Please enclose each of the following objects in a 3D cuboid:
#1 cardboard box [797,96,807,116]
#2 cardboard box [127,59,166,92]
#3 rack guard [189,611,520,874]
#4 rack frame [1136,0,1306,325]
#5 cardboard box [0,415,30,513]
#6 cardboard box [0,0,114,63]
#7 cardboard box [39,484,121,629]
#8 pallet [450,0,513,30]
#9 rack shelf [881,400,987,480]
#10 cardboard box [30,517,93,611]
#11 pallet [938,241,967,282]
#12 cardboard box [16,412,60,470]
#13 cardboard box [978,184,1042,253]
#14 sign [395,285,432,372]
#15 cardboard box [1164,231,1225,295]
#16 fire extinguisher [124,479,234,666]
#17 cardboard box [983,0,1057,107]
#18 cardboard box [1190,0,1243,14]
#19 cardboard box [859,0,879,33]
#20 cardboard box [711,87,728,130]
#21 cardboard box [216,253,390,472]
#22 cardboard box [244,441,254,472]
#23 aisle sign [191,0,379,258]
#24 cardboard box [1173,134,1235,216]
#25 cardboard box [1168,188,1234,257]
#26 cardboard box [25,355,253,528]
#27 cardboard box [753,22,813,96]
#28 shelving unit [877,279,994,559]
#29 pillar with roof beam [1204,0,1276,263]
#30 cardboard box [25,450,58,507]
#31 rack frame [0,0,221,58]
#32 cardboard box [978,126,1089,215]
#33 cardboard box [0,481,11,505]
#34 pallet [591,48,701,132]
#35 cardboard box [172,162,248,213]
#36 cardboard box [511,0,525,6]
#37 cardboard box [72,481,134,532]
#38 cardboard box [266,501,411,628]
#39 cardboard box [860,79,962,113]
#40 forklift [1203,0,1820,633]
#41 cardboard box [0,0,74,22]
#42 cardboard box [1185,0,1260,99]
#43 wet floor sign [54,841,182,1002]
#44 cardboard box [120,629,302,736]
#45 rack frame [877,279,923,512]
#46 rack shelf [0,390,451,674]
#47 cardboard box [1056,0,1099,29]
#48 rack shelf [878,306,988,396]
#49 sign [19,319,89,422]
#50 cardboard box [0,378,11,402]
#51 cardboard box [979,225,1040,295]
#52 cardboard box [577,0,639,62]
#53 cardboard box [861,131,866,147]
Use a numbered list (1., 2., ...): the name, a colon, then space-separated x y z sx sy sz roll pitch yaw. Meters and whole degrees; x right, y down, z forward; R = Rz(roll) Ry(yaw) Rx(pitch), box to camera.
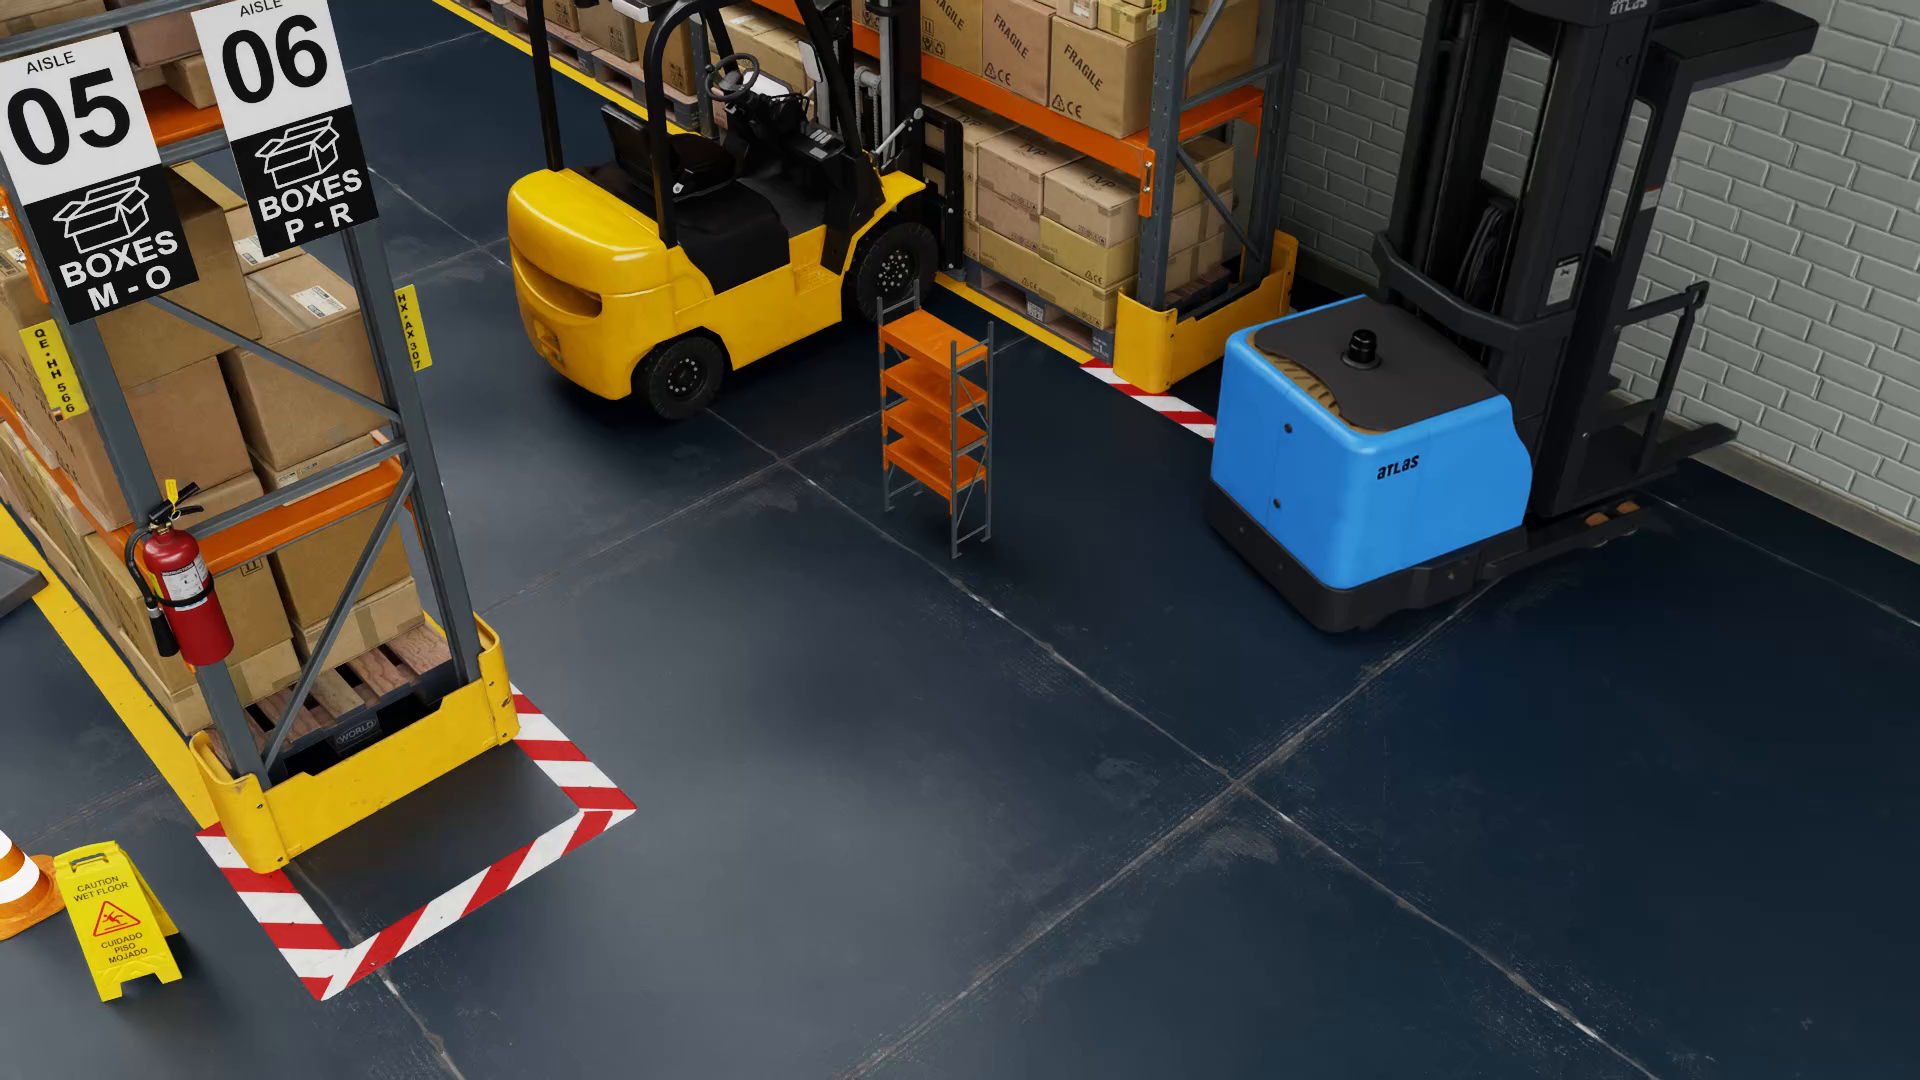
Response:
1. cardboard box: -0.924 -2.826 10.526 0.500 0.250 0.500 -30 48 -32
2. cardboard box: -2.543 -1.607 5.373 0.380 0.149 0.250 -32 48 -33
3. rack guard: -2.365 0.774 6.601 1.175 0.500 0.348 -30 48 -32
4. rack frame: 1.340 -2.274 8.386 1.000 3.000 0.127 -30 48 -32
5. cardboard box: -4.099 -0.528 7.482 0.500 0.500 0.500 -27 46 -30
6. cardboard box: -2.858 -1.510 4.935 0.500 0.250 0.500 -31 48 -32
7. cardboard box: -3.403 -0.048 6.888 0.500 0.500 0.500 -28 47 -30
8. pallet: -3.543 -4.494 13.354 1.003 0.211 1.213 -30 48 -32
9. rack shelf: -0.112 -0.491 7.718 0.258 0.148 0.480 -30 48 -32
10. cardboard box: -3.761 0.001 7.424 0.500 0.250 0.500 -32 49 -33
11. pallet: -0.029 -2.090 10.377 1.003 0.211 1.213 -30 48 -32
12. cardboard box: -3.331 -0.452 6.330 0.380 0.149 0.250 -29 47 -31
13. cardboard box: 0.449 -1.891 9.369 0.500 0.250 0.500 -30 48 -32
14. sign: -1.914 -0.730 5.786 0.100 0.325 0.005 -30 48 -32
15. cardboard box: 1.152 -1.678 9.502 0.500 0.250 0.500 -30 48 -32
16. fire extinguisher: -2.576 0.116 5.489 0.296 0.674 0.183 -30 48 -32
17. cardboard box: 0.469 -2.673 8.801 0.500 0.500 0.500 -28 47 -31
18. cardboard box: 1.301 -2.832 8.482 0.380 0.149 0.250 -31 48 -33
19. cardboard box: -0.225 -3.138 9.376 0.500 0.500 0.500 -30 47 -31
20. cardboard box: -1.282 -2.854 10.959 0.500 0.250 0.500 -29 47 -31
21. cardboard box: -2.430 -0.655 6.065 0.500 0.500 0.500 -31 48 -32
22. cardboard box: -2.573 -0.421 6.292 0.380 0.149 0.250 -29 47 -31
23. aisle sign: -2.044 -1.277 5.083 0.394 0.787 0.004 -30 48 -32
24. cardboard box: 1.154 -2.060 9.179 0.500 0.250 0.500 -31 48 -32
25. cardboard box: 1.175 -1.868 9.340 0.500 0.250 0.500 -29 47 -31
26. cardboard box: -2.884 -0.452 5.813 0.500 0.500 0.500 -31 48 -32
27. cardboard box: -0.931 -3.010 10.355 0.500 0.250 0.500 -30 48 -32
28. shelving unit: -0.112 -0.543 7.676 0.258 1.200 0.503 -30 48 -32
29. pillar with roof beam: -1.638 -3.484 5.109 9.100 9.000 0.400 -30 48 -32
30. cardboard box: -3.513 -0.320 6.707 0.380 0.149 0.250 -29 47 -31
31. rack frame: -2.314 -2.497 3.887 1.000 3.000 0.127 -30 48 -32
32. cardboard box: 0.449 -2.071 9.193 0.500 0.250 0.500 -29 47 -31
33. cardboard box: -4.450 -0.478 8.016 0.500 0.250 0.500 -27 46 -30
34. pallet: -1.893 -3.365 11.956 1.003 0.211 1.213 -30 48 -32
35. cardboard box: -3.128 -1.128 6.651 0.500 0.500 0.500 -31 48 -33
36. cardboard box: -3.211 -4.622 12.850 0.875 0.625 0.625 -28 47 -30
37. cardboard box: -2.977 -0.218 6.040 0.380 0.149 0.250 -31 48 -32
38. cardboard box: -2.672 -0.050 6.890 0.500 0.500 0.500 -32 49 -33
39. cardboard box: -0.237 -2.538 9.771 0.500 0.250 0.500 -31 48 -33
40. forklift: 2.716 -1.381 7.335 3.031 2.935 1.130 -18 42 -21
41. cardboard box: -2.760 -1.573 4.697 0.380 0.149 0.250 -29 47 -31
42. cardboard box: 1.209 -2.660 8.785 0.500 0.500 0.500 -28 47 -30
43. wet floor sign: -2.974 1.296 5.840 0.267 0.644 0.232 -15 41 -17
44. cardboard box: -3.075 0.472 6.840 0.500 0.250 0.500 -30 48 -32
45. rack frame: -0.277 -0.656 7.816 0.240 1.200 0.015 -30 48 -32
46. rack shelf: -3.667 -0.809 7.144 1.077 0.370 4.000 -30 48 -32
47. cardboard box: 0.704 -2.712 8.333 0.380 0.149 0.250 -29 47 -31
48. rack shelf: -0.112 -0.849 7.429 0.258 0.148 0.480 -30 48 -32
49. sign: -2.736 -0.510 5.029 0.100 0.325 0.005 -30 48 -32
50. cardboard box: -3.555 -0.918 6.391 0.500 0.500 0.500 -30 48 -32
51. cardboard box: 0.460 -1.685 9.511 0.500 0.250 0.500 -30 48 -32
52. cardboard box: -2.246 -3.964 12.034 0.875 0.625 0.625 -30 48 -32
53. cardboard box: -0.251 -2.354 9.942 0.500 0.250 0.500 -30 48 -32
